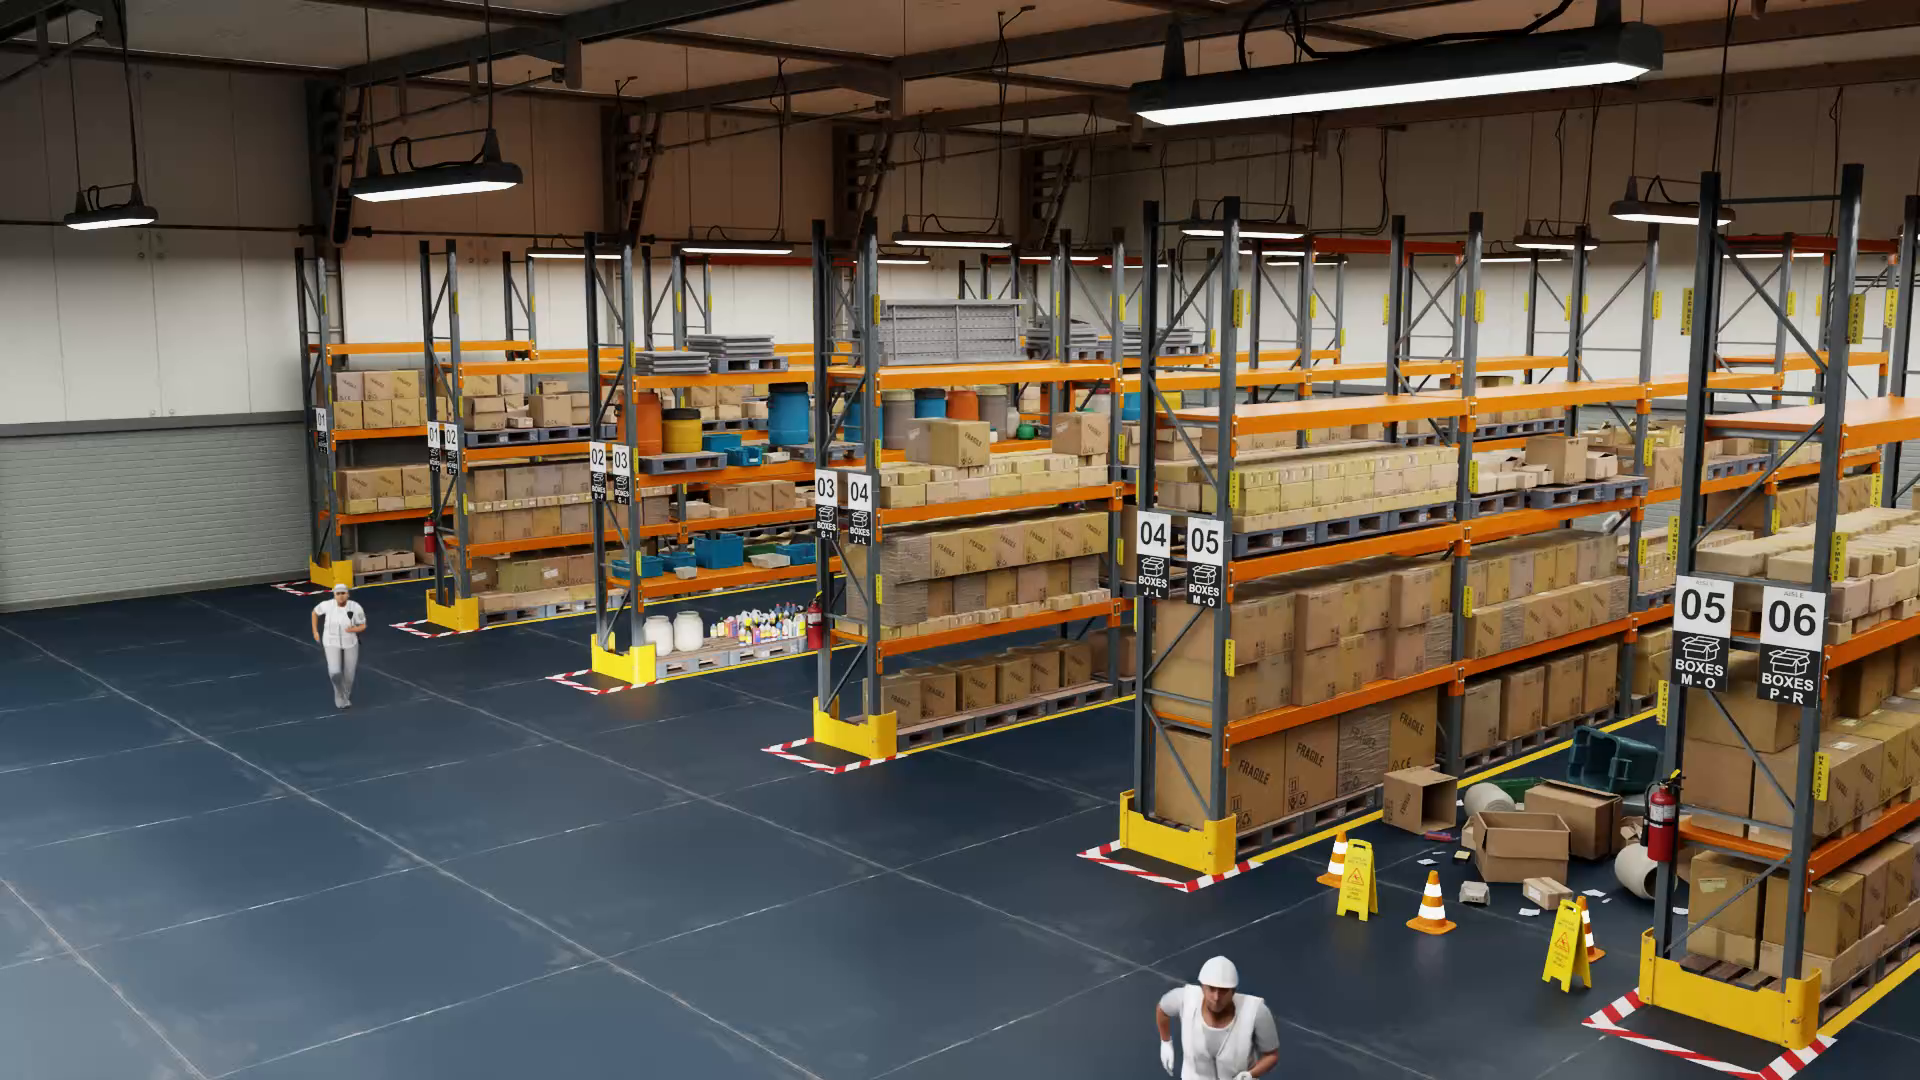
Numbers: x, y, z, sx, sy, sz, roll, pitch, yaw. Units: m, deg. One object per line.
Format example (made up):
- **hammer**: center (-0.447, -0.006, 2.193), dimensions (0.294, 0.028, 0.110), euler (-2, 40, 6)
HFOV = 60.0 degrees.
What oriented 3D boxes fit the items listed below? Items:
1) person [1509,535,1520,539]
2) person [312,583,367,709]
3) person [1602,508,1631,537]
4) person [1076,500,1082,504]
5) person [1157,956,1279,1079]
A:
- **person**: center (8.199, 0.749, 24.675), dimensions (0.570, 1.649, 0.553), euler (8, 12, 44)
- **person**: center (-7.705, 1.326, 20.684), dimensions (0.638, 1.617, 0.750), euler (-3, 9, -20)
- **person**: center (11.731, 0.082, 29.473), dimensions (0.599, 1.550, 0.555), euler (0, 8, 3)
- **person**: center (2.386, -0.468, 32.522), dimensions (0.687, 1.747, 0.641), euler (8, 12, 44)
- **person**: center (1.388, 3.026, 9.049), dimensions (0.672, 1.701, 0.743), euler (2, 9, 10)
